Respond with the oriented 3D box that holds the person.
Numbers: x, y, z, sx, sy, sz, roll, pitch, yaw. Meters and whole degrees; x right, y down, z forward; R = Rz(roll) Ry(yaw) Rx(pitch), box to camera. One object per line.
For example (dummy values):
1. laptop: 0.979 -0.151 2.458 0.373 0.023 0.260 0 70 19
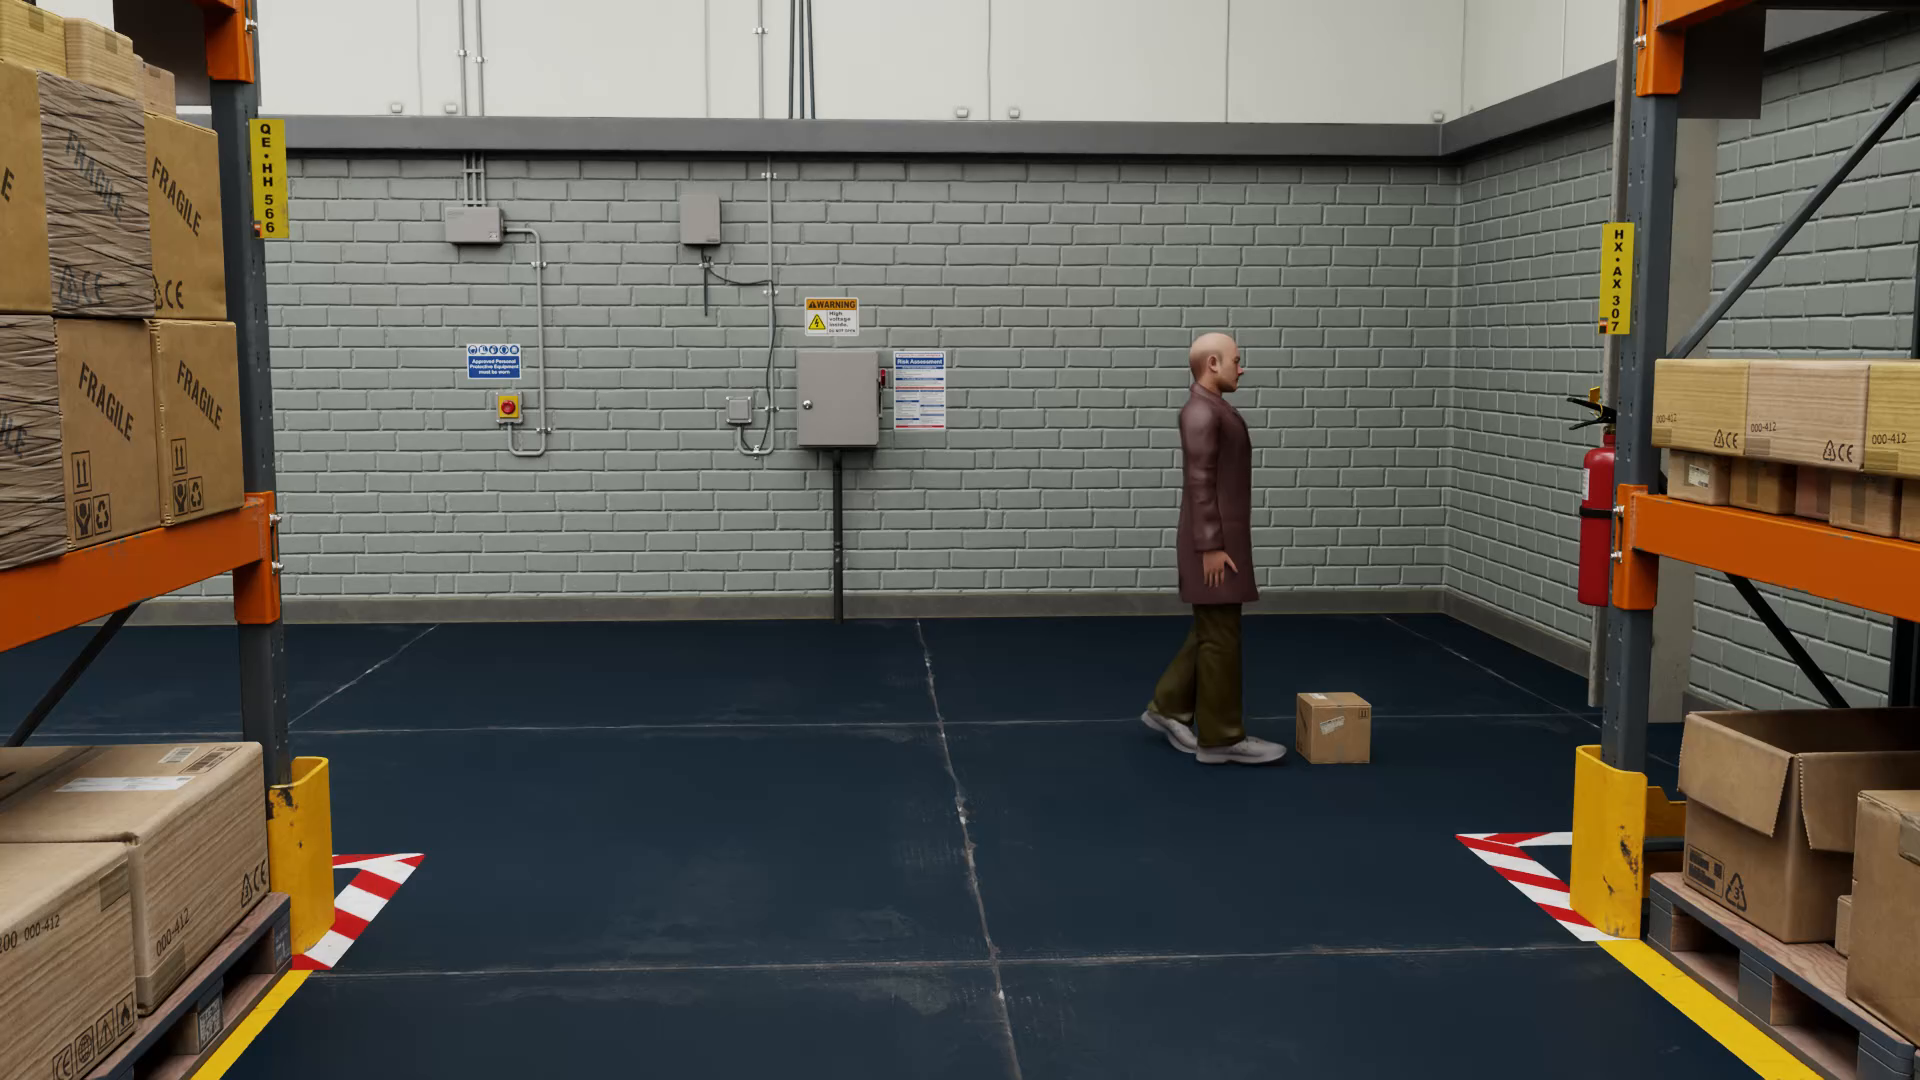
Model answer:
1. person: 1.062 0.040 6.940 0.630 1.797 0.608 1 7 11
